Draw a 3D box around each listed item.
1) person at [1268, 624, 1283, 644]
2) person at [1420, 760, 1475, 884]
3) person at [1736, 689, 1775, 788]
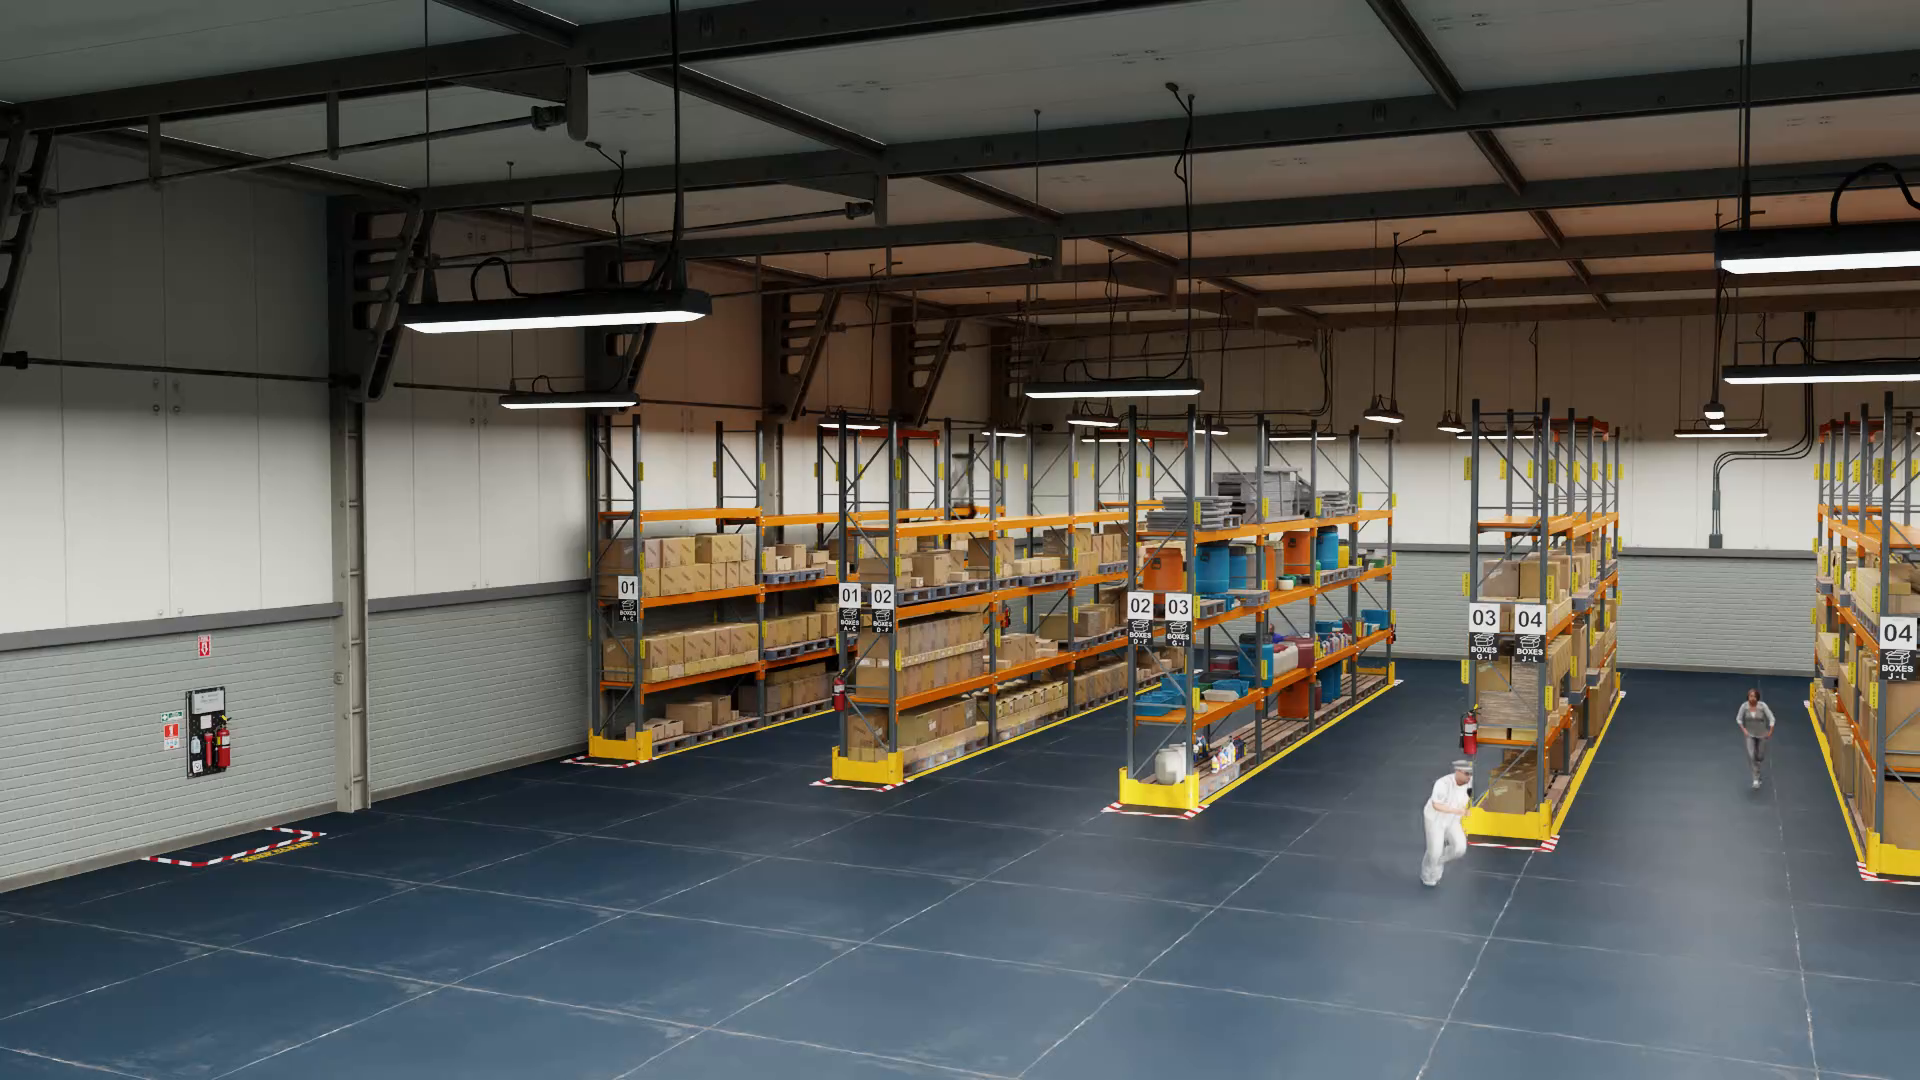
[{"bbox_3d":[7.091,2.679,37.730,0.563,1.588,0.689,1,3,26],"label":"person"},{"bbox_3d":[5.901,3.388,19.963,0.700,1.581,0.912,-1,3,-25],"label":"person"},{"bbox_3d":[12.739,3.151,26.641,0.565,1.567,0.673,1,3,27],"label":"person"}]
